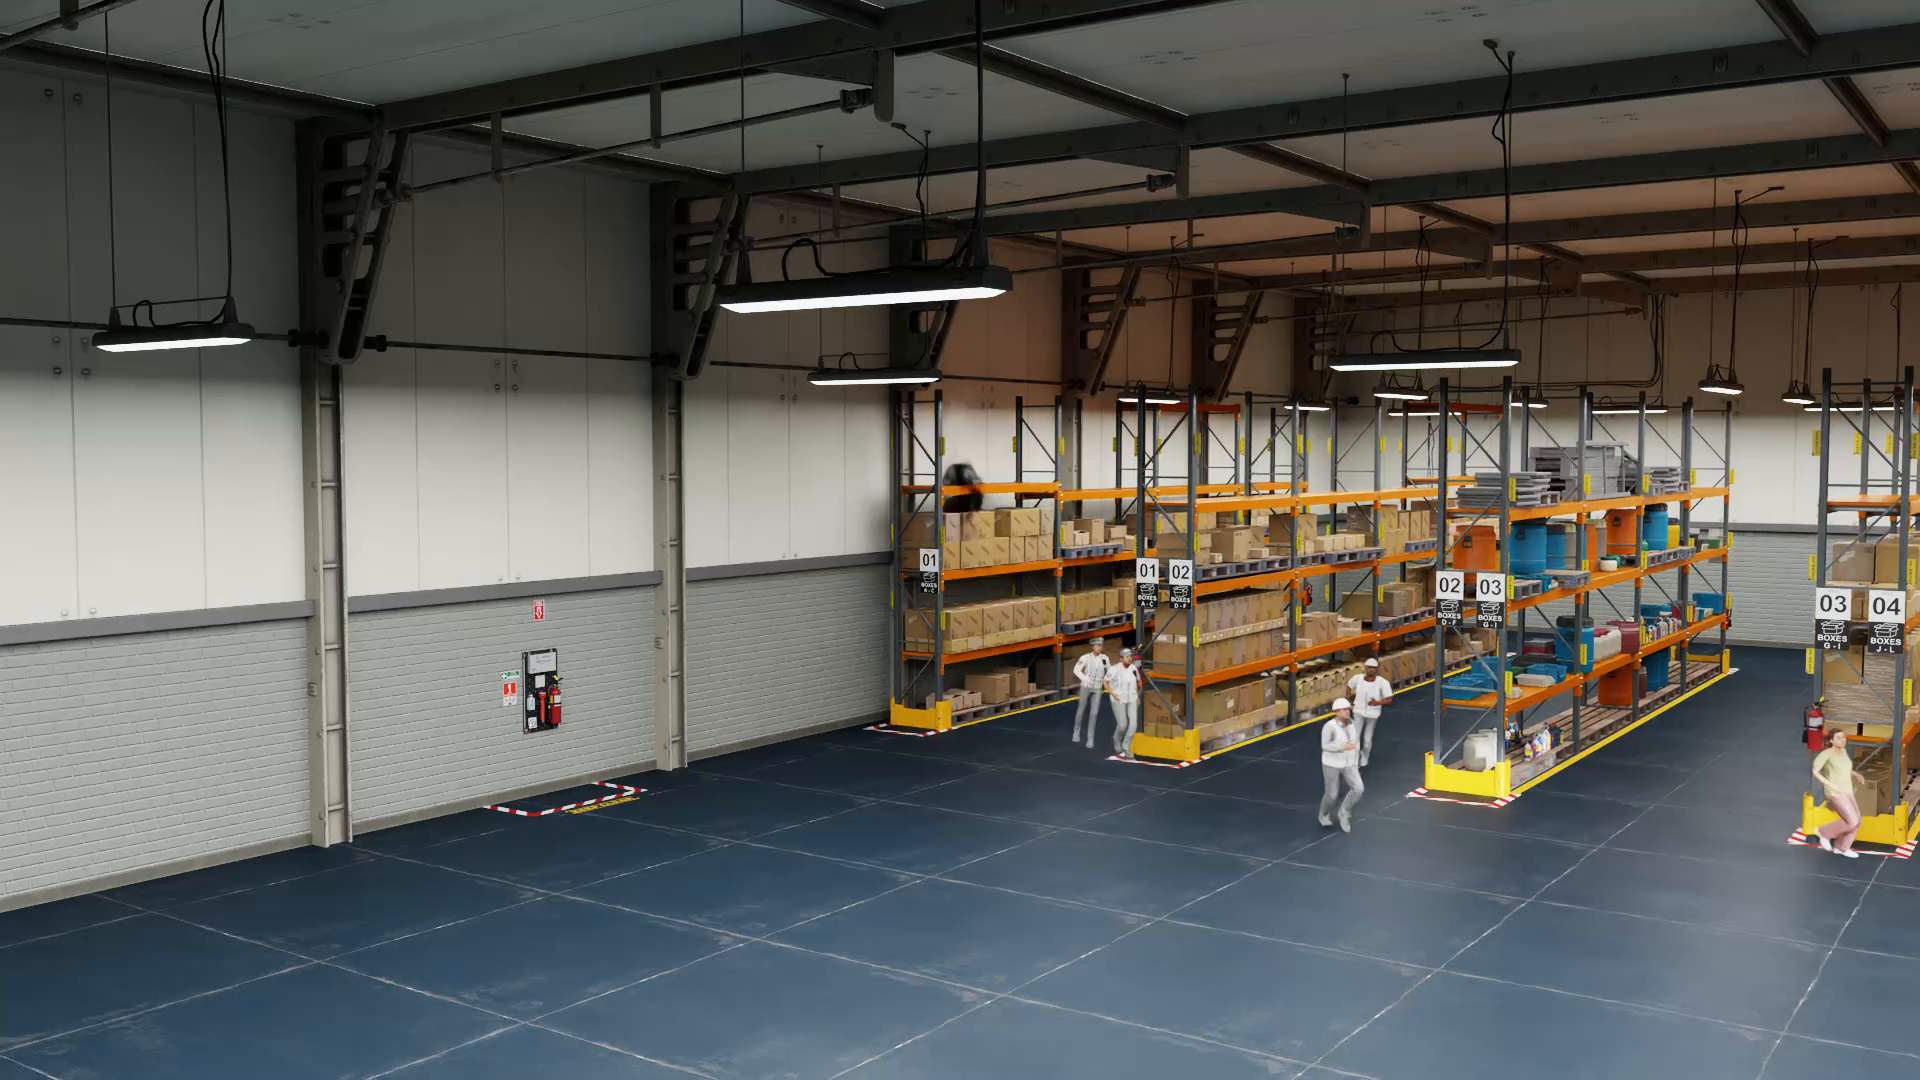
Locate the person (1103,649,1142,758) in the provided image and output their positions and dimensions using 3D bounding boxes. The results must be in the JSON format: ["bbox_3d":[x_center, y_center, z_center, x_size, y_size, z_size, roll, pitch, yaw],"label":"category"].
[{"bbox_3d":[2.517,2.482,25.460,0.638,1.645,0.489,-1,3,-16],"label":"person"}]

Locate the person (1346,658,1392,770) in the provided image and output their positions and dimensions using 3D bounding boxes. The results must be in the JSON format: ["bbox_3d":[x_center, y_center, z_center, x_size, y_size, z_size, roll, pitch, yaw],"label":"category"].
[{"bbox_3d":[6.252,2.700,25.490,0.716,1.804,0.881,1,3,18],"label":"person"}]

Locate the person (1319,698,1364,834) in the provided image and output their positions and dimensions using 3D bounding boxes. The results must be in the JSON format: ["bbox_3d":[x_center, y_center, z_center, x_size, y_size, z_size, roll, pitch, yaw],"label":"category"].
[{"bbox_3d":[4.919,2.905,21.513,0.682,1.760,0.805,-2,4,-26],"label":"person"}]

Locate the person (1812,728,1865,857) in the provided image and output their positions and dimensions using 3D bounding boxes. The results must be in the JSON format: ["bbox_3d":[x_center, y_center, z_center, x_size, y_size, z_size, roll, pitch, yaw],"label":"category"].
[{"bbox_3d":[10.675,3.074,20.226,0.583,1.596,0.535,-2,4,-34],"label":"person"}]

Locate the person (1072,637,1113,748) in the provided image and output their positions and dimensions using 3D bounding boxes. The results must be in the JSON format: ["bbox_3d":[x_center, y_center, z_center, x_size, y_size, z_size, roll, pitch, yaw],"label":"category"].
[{"bbox_3d":[2.132,2.389,26.374,0.673,1.712,0.782,0,3,-7],"label":"person"}]
